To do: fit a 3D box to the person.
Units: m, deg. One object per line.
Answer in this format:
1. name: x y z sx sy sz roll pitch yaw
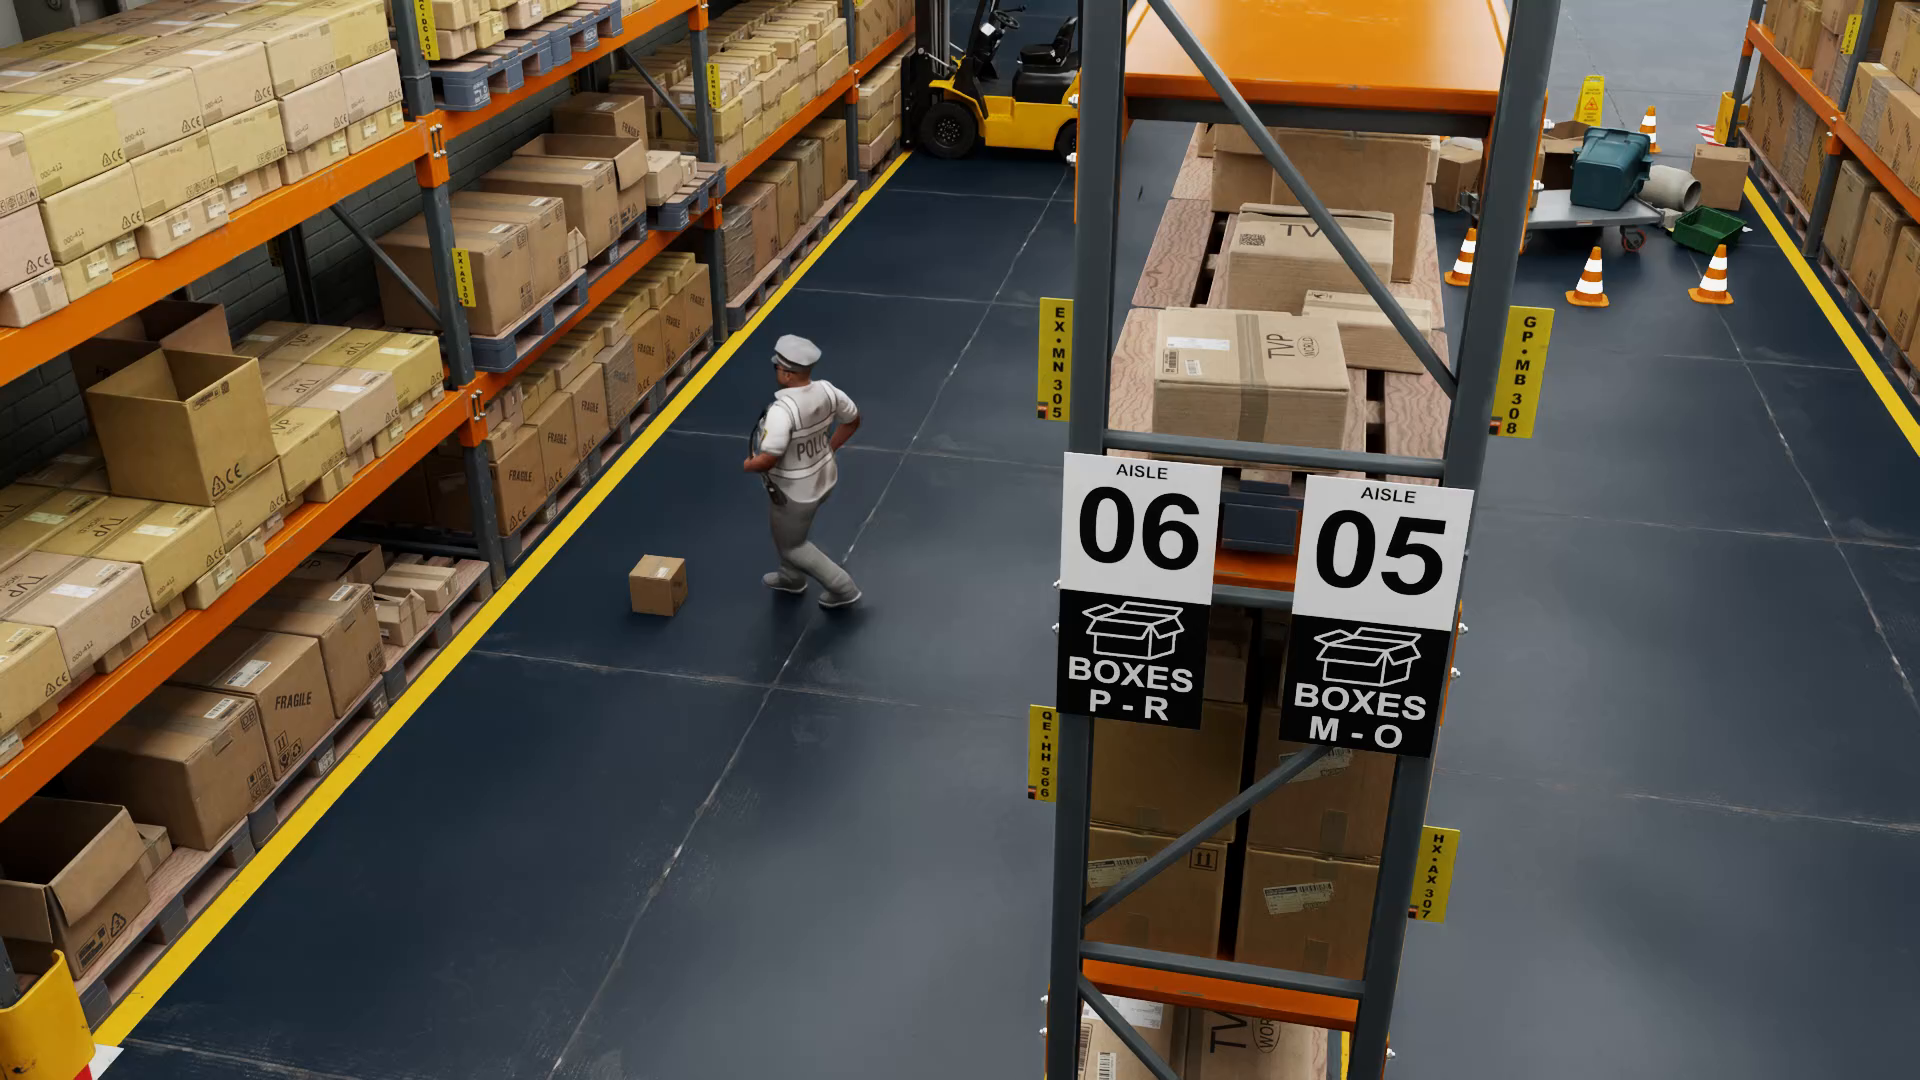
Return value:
1. person: -0.965 -0.337 9.279 0.747 1.741 0.724 16 32 27
